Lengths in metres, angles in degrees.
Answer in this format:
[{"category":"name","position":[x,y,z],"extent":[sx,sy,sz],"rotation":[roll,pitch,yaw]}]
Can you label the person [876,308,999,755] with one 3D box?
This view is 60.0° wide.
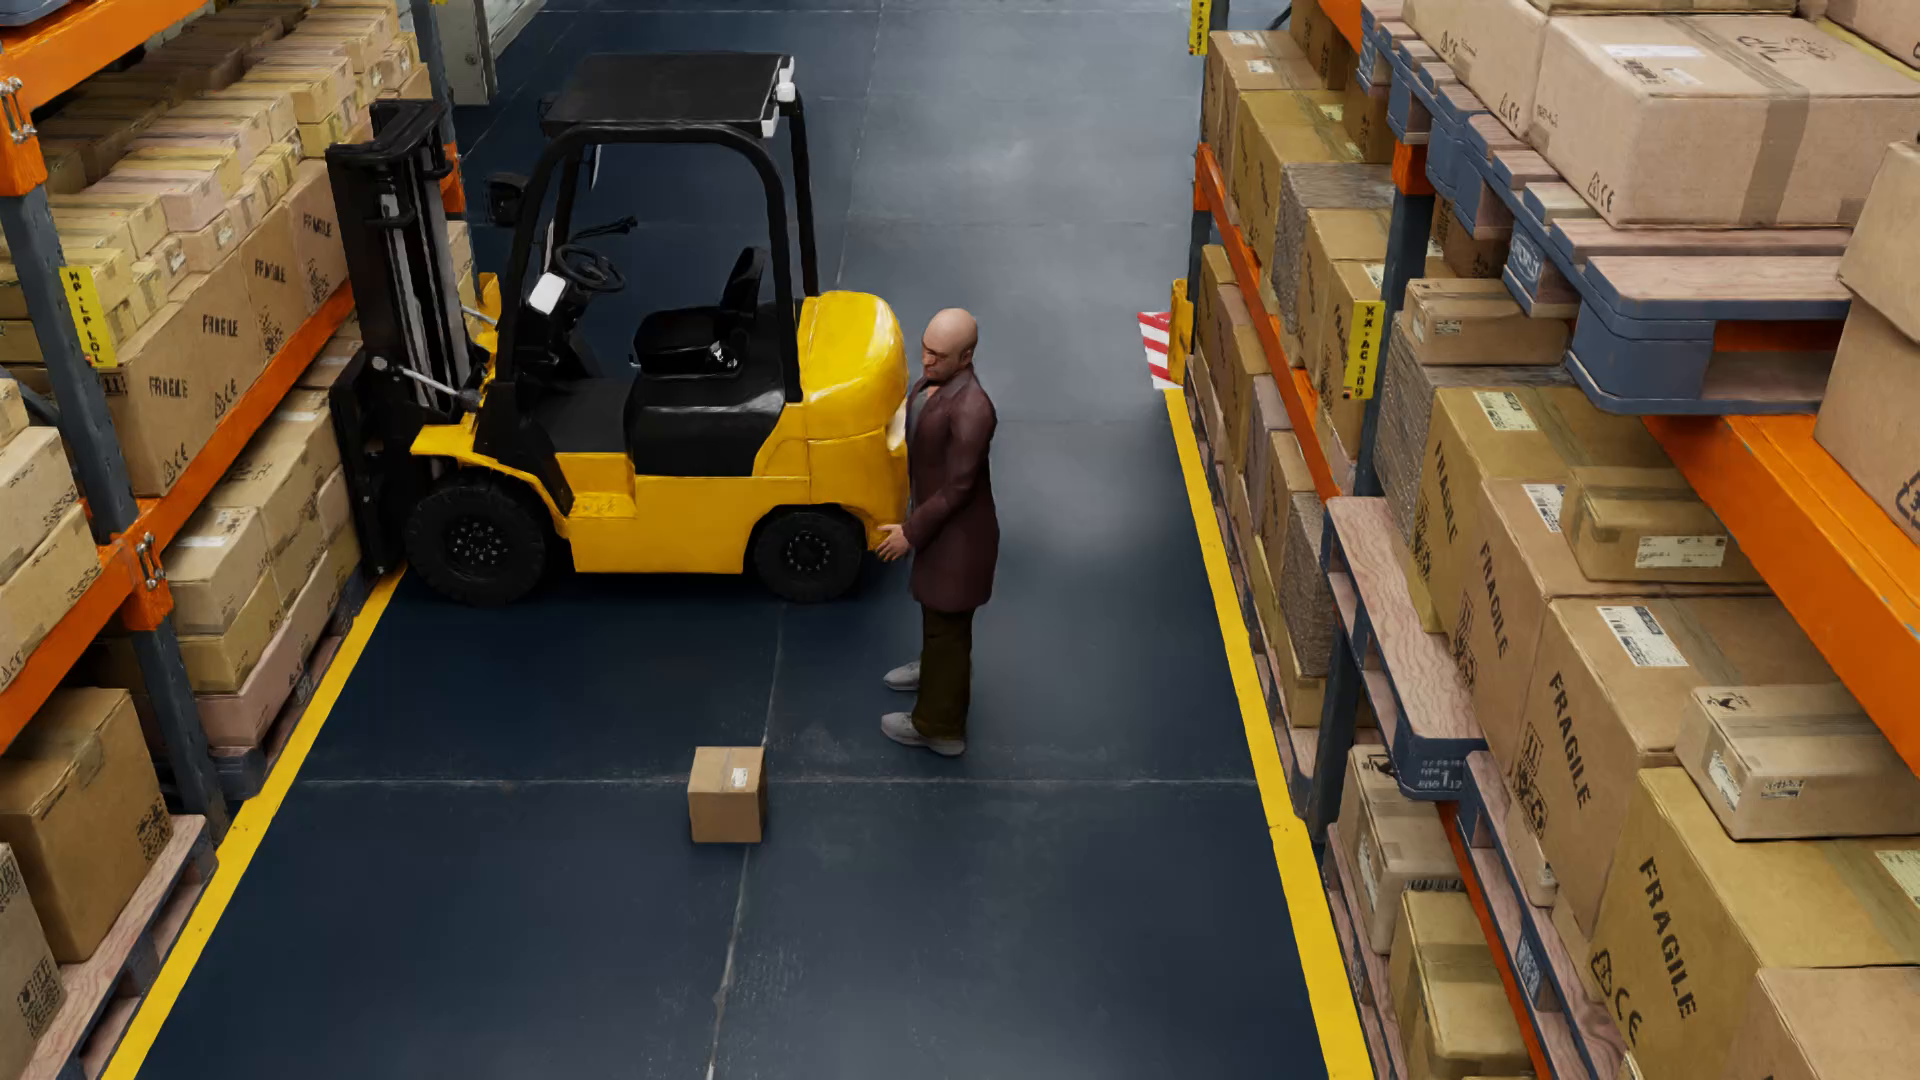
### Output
[{"category":"person","position":[-0.105,-0.043,6.215],"extent":[0.461,1.778,0.628],"rotation":[-7,32,-11]}]
